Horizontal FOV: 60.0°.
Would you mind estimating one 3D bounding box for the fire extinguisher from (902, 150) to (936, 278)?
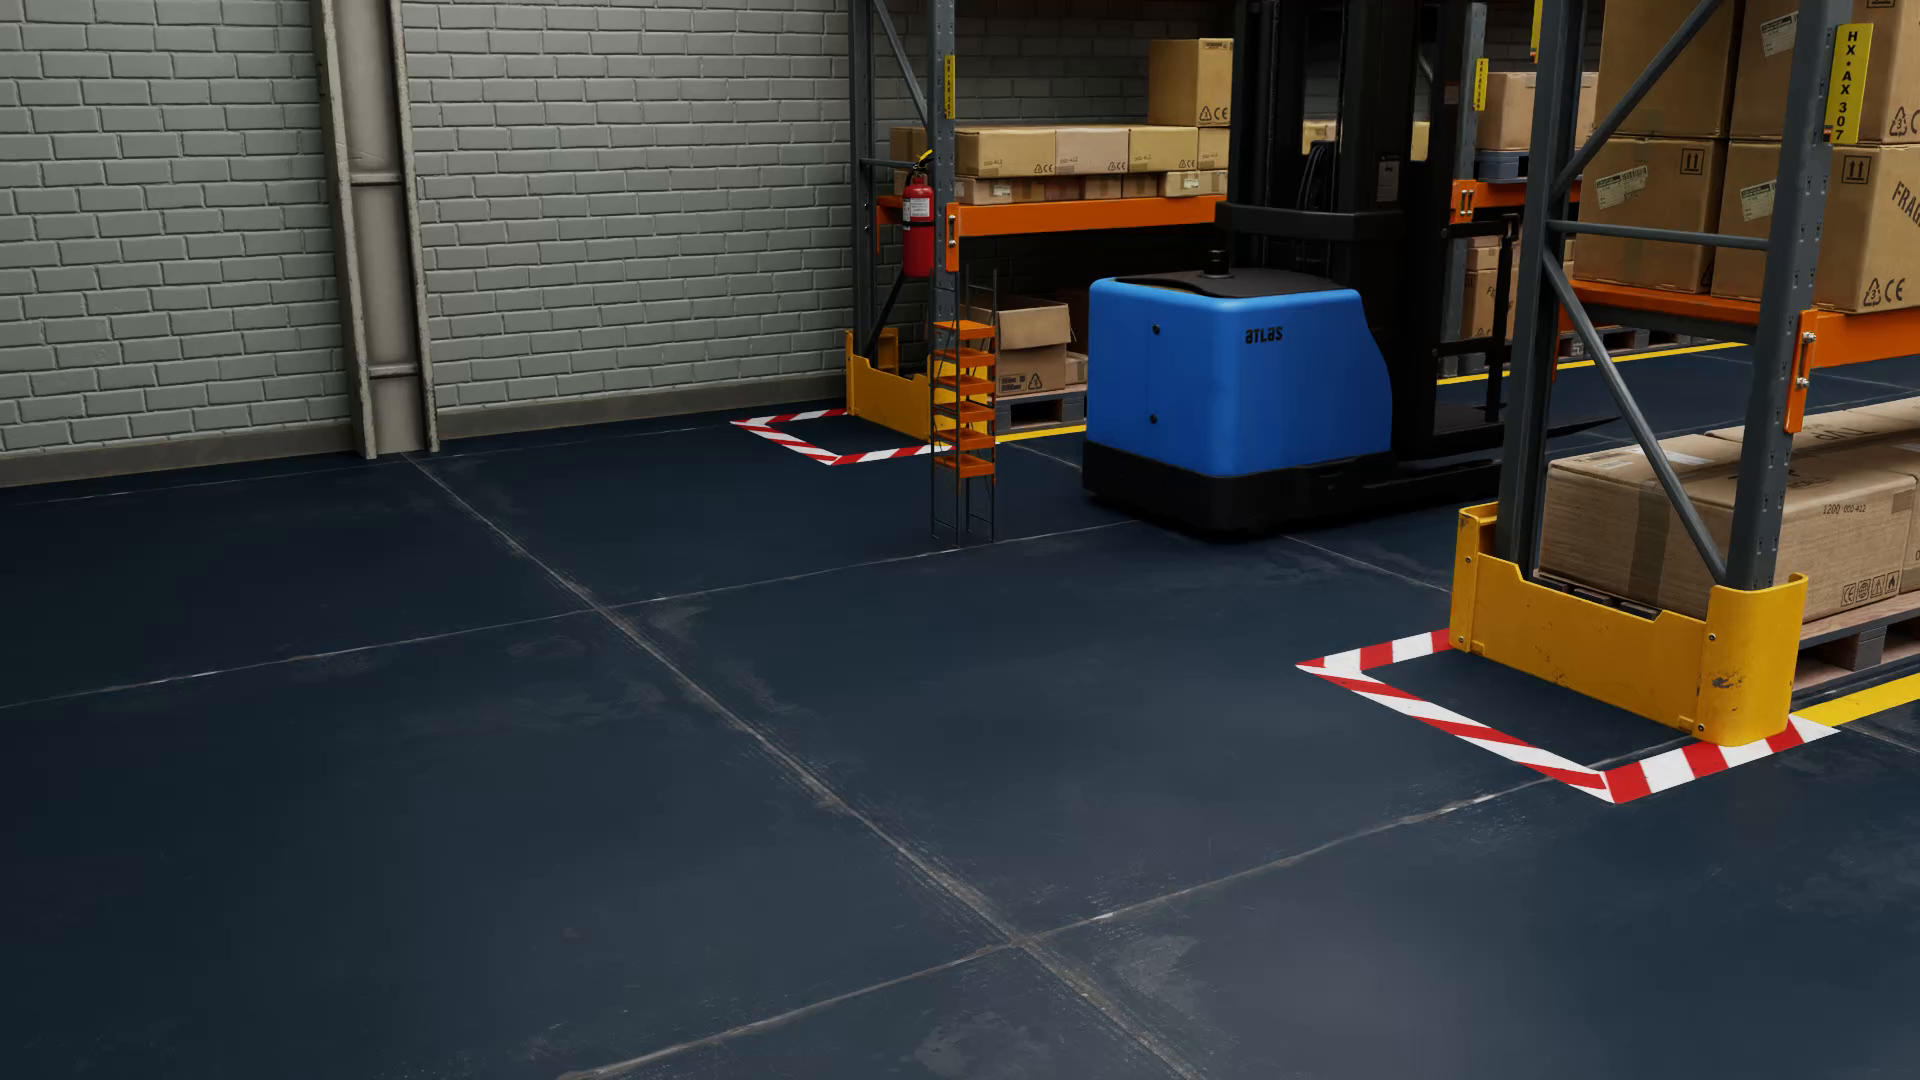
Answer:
[{"bbox_3d":[-0.224,-1.765,8.982,0.183,0.674,0.296,-9,18,-30],"label":"fire extinguisher"}]

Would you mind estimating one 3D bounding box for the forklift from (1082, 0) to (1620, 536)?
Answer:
[{"bbox_3d":[2.107,-1.713,8.091,3.031,2.935,1.130,-10,18,-32],"label":"forklift"}]

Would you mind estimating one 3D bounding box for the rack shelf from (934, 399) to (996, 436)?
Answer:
[{"bbox_3d":[0.012,-0.537,7.267,0.180,0.103,0.258,-9,18,-30],"label":"rack shelf"}]

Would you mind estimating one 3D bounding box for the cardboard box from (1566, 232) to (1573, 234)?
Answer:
[{"bbox_3d":[4.580,-2.312,12.751,0.250,0.149,0.380,-10,19,-32],"label":"cardboard box"}]

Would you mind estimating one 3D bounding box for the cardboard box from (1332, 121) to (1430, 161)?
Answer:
[{"bbox_3d":[2.782,-2.609,10.886,0.500,0.250,0.500,-9,18,-28],"label":"cardboard box"}]

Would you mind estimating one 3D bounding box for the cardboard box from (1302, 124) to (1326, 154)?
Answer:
[{"bbox_3d":[1.926,-2.469,10.389,0.500,0.250,0.500,-9,18,-30],"label":"cardboard box"}]

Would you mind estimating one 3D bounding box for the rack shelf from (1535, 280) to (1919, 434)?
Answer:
[{"bbox_3d":[3.938,-0.893,6.370,4.000,0.370,1.077,-9,18,-30],"label":"rack shelf"}]

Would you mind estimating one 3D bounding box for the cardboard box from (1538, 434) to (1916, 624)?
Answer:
[{"bbox_3d":[2.738,-0.044,5.980,0.875,0.438,0.875,-10,18,-32],"label":"cardboard box"}]

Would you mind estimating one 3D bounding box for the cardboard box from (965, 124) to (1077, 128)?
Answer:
[{"bbox_3d":[0.364,-2.377,10.058,0.500,0.250,0.500,-9,18,-30],"label":"cardboard box"}]

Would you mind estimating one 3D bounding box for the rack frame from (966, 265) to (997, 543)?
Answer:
[{"bbox_3d":[0.091,-0.592,7.300,0.006,1.200,0.240,-9,18,-30],"label":"rack frame"}]

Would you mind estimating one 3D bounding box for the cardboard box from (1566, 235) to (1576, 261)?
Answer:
[{"bbox_3d":[4.410,-2.126,12.089,0.250,0.149,0.380,-9,18,-30],"label":"cardboard box"}]

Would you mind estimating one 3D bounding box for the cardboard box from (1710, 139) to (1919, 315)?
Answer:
[{"bbox_3d":[2.783,-1.010,5.269,0.500,0.500,0.500,-9,18,-30],"label":"cardboard box"}]

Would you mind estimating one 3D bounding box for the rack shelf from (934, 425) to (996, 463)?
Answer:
[{"bbox_3d":[0.012,-0.421,7.299,0.180,0.103,0.258,-9,18,-30],"label":"rack shelf"}]

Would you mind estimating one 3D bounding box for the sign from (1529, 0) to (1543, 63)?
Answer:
[{"bbox_3d":[1.956,-1.760,5.548,0.005,0.325,0.100,-9,18,-30],"label":"sign"}]

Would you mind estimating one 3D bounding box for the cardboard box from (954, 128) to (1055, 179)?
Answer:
[{"bbox_3d":[0.192,-2.181,9.359,0.500,0.250,0.500,-9,18,-29],"label":"cardboard box"}]

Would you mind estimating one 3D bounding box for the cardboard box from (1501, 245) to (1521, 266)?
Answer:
[{"bbox_3d":[3.735,-2.021,11.712,0.250,0.149,0.380,-10,18,-31],"label":"cardboard box"}]

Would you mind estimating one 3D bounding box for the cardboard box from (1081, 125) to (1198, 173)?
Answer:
[{"bbox_3d":[1.057,-2.322,9.863,0.500,0.250,0.500,-10,18,-31],"label":"cardboard box"}]

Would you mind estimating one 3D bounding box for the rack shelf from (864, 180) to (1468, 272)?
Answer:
[{"bbox_3d":[1.378,-2.041,10.465,4.000,0.370,1.077,-9,18,-30],"label":"rack shelf"}]

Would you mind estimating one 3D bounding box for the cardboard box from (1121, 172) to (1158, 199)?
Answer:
[{"bbox_3d":[0.962,-2.120,9.881,0.250,0.149,0.380,-9,18,-29],"label":"cardboard box"}]

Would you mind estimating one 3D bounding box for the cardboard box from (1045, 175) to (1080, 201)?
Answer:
[{"bbox_3d":[0.489,-2.061,9.670,0.250,0.149,0.380,-9,18,-30],"label":"cardboard box"}]

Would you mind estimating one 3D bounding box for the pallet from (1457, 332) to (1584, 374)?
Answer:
[{"bbox_3d":[3.771,-1.444,12.171,1.213,0.211,1.003,-9,18,-30],"label":"pallet"}]

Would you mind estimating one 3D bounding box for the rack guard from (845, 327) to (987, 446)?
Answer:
[{"bbox_3d":[-0.271,-0.916,9.751,0.348,0.500,1.175,-9,18,-30],"label":"rack guard"}]

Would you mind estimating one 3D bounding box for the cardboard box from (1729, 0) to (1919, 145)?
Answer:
[{"bbox_3d":[2.782,-1.491,5.136,0.500,0.500,0.500,-10,18,-31],"label":"cardboard box"}]

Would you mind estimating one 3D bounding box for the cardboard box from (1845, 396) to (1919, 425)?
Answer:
[{"bbox_3d":[4.292,-0.299,6.887,0.875,0.438,0.875,-10,18,-31],"label":"cardboard box"}]

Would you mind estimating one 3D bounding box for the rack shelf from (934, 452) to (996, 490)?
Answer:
[{"bbox_3d":[0.012,-0.306,7.332,0.180,0.103,0.258,-9,18,-30],"label":"rack shelf"}]

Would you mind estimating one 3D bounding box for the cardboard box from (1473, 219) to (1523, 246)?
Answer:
[{"bbox_3d":[3.735,-2.155,11.639,0.250,0.149,0.380,-10,19,-32],"label":"cardboard box"}]

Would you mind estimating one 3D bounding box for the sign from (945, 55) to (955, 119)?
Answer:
[{"bbox_3d":[-0.056,-2.400,8.811,0.005,0.325,0.100,-9,18,-30],"label":"sign"}]

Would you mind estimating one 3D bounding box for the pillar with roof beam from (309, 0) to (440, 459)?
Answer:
[{"bbox_3d":[-0.894,-3.835,4.420,0.400,9.000,9.100,-9,18,-30],"label":"pillar with roof beam"}]

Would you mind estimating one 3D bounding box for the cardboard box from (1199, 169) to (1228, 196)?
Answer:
[{"bbox_3d":[1.432,-2.179,10.092,0.250,0.149,0.380,-9,18,-28],"label":"cardboard box"}]

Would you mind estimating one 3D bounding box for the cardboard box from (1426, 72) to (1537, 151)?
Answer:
[{"bbox_3d":[3.623,-2.931,11.345,0.500,0.500,0.700,-9,18,-28],"label":"cardboard box"}]

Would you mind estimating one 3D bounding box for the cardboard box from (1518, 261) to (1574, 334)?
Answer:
[{"bbox_3d":[4.075,-1.755,11.967,0.500,0.500,0.500,-9,18,-30],"label":"cardboard box"}]

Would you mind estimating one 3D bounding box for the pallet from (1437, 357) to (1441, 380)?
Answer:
[{"bbox_3d":[2.504,-1.227,11.396,1.213,0.211,1.003,-9,18,-30],"label":"pallet"}]

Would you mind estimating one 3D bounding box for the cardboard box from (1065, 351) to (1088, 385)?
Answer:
[{"bbox_3d":[0.621,-1.052,10.108,0.250,0.149,0.380,-10,19,-32],"label":"cardboard box"}]

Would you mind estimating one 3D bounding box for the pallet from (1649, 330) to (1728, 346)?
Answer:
[{"bbox_3d":[5.862,-1.783,13.381,1.213,0.211,1.003,-9,18,-30],"label":"pallet"}]

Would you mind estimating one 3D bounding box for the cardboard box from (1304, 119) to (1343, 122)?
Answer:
[{"bbox_3d":[2.529,-2.730,11.317,0.500,0.250,0.500,-9,18,-30],"label":"cardboard box"}]

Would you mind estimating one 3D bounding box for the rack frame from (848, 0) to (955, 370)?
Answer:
[{"bbox_3d":[-0.336,-2.109,9.376,0.127,3.000,1.000,-9,18,-30],"label":"rack frame"}]

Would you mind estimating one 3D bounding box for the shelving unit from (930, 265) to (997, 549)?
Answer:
[{"bbox_3d":[0.012,-0.580,7.255,0.189,1.200,0.258,-9,18,-30],"label":"shelving unit"}]

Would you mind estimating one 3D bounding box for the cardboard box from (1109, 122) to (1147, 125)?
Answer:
[{"bbox_3d":[1.239,-2.517,10.559,0.500,0.250,0.500,-9,18,-30],"label":"cardboard box"}]

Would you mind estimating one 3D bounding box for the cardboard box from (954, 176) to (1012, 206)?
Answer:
[{"bbox_3d":[0.087,-1.970,9.347,0.250,0.149,0.380,-9,18,-30],"label":"cardboard box"}]
